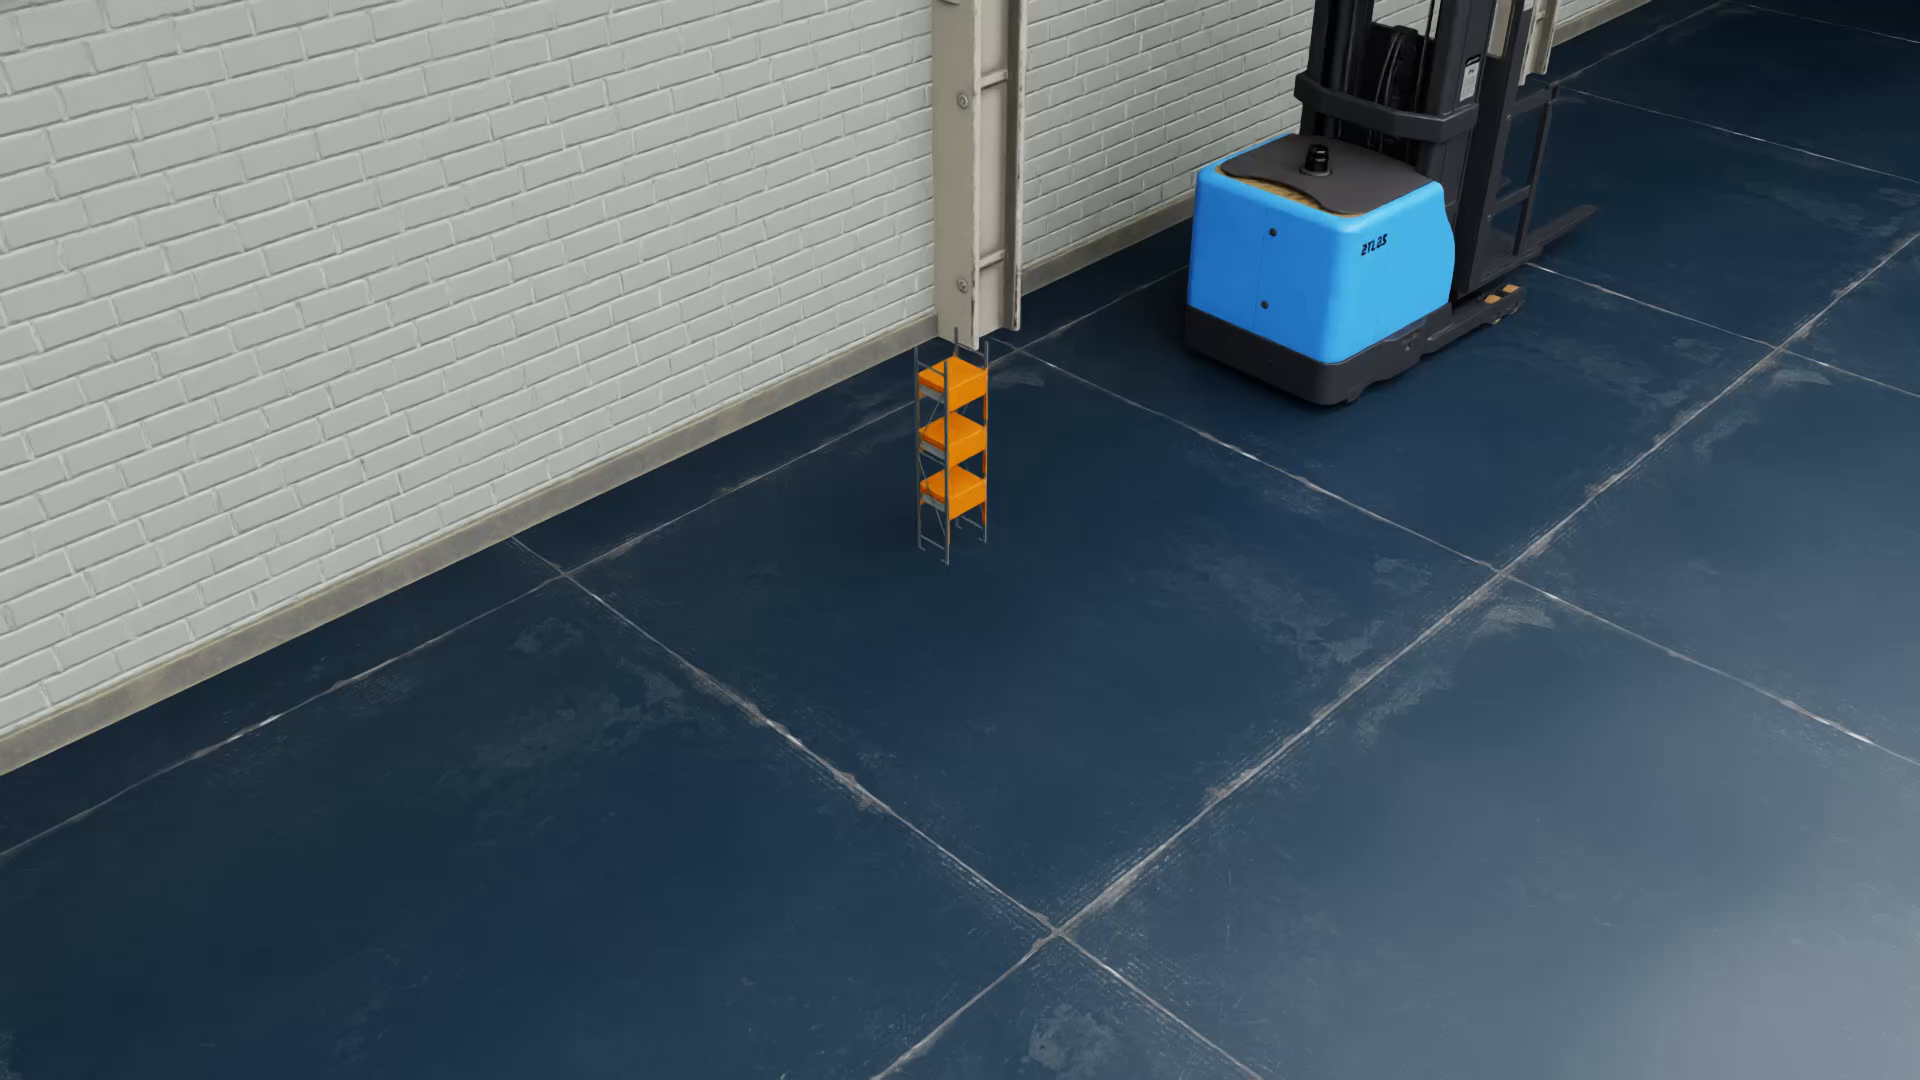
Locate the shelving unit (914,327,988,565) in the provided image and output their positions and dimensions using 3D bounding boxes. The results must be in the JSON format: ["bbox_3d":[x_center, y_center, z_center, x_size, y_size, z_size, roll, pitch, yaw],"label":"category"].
[{"bbox_3d":[-0.038,-0.409,7.419,0.215,1.050,0.252,30,45,35],"label":"shelving unit"}]

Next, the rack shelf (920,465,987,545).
[{"bbox_3d":[-0.038,-0.172,7.584,0.215,0.259,0.240,30,45,35],"label":"rack shelf"}]

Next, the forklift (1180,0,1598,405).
[{"bbox_3d":[2.636,-2.630,8.959,3.031,2.935,1.130,-28,44,-34],"label":"forklift"}]

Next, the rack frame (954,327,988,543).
[{"bbox_3d":[0.048,-0.458,7.490,0.200,1.050,0.008,30,45,35],"label":"rack frame"}]

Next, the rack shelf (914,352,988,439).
[{"bbox_3d":[-0.038,-0.633,7.262,0.215,0.259,0.240,30,45,35],"label":"rack shelf"}]

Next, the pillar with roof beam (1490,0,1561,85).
[{"bbox_3d":[7.383,-5.580,7.885,9.100,9.000,0.400,30,45,35],"label":"pillar with roof beam"}]

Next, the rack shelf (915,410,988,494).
[{"bbox_3d":[-0.038,-0.400,7.425,0.215,0.259,0.240,30,45,35],"label":"rack shelf"}]

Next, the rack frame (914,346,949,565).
[{"bbox_3d":[-0.124,-0.359,7.348,0.200,1.050,0.008,30,45,35],"label":"rack frame"}]

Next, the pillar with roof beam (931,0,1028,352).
[{"bbox_3d":[3.155,-3.144,4.392,9.100,9.000,0.400,30,45,35],"label":"pillar with roof beam"}]
